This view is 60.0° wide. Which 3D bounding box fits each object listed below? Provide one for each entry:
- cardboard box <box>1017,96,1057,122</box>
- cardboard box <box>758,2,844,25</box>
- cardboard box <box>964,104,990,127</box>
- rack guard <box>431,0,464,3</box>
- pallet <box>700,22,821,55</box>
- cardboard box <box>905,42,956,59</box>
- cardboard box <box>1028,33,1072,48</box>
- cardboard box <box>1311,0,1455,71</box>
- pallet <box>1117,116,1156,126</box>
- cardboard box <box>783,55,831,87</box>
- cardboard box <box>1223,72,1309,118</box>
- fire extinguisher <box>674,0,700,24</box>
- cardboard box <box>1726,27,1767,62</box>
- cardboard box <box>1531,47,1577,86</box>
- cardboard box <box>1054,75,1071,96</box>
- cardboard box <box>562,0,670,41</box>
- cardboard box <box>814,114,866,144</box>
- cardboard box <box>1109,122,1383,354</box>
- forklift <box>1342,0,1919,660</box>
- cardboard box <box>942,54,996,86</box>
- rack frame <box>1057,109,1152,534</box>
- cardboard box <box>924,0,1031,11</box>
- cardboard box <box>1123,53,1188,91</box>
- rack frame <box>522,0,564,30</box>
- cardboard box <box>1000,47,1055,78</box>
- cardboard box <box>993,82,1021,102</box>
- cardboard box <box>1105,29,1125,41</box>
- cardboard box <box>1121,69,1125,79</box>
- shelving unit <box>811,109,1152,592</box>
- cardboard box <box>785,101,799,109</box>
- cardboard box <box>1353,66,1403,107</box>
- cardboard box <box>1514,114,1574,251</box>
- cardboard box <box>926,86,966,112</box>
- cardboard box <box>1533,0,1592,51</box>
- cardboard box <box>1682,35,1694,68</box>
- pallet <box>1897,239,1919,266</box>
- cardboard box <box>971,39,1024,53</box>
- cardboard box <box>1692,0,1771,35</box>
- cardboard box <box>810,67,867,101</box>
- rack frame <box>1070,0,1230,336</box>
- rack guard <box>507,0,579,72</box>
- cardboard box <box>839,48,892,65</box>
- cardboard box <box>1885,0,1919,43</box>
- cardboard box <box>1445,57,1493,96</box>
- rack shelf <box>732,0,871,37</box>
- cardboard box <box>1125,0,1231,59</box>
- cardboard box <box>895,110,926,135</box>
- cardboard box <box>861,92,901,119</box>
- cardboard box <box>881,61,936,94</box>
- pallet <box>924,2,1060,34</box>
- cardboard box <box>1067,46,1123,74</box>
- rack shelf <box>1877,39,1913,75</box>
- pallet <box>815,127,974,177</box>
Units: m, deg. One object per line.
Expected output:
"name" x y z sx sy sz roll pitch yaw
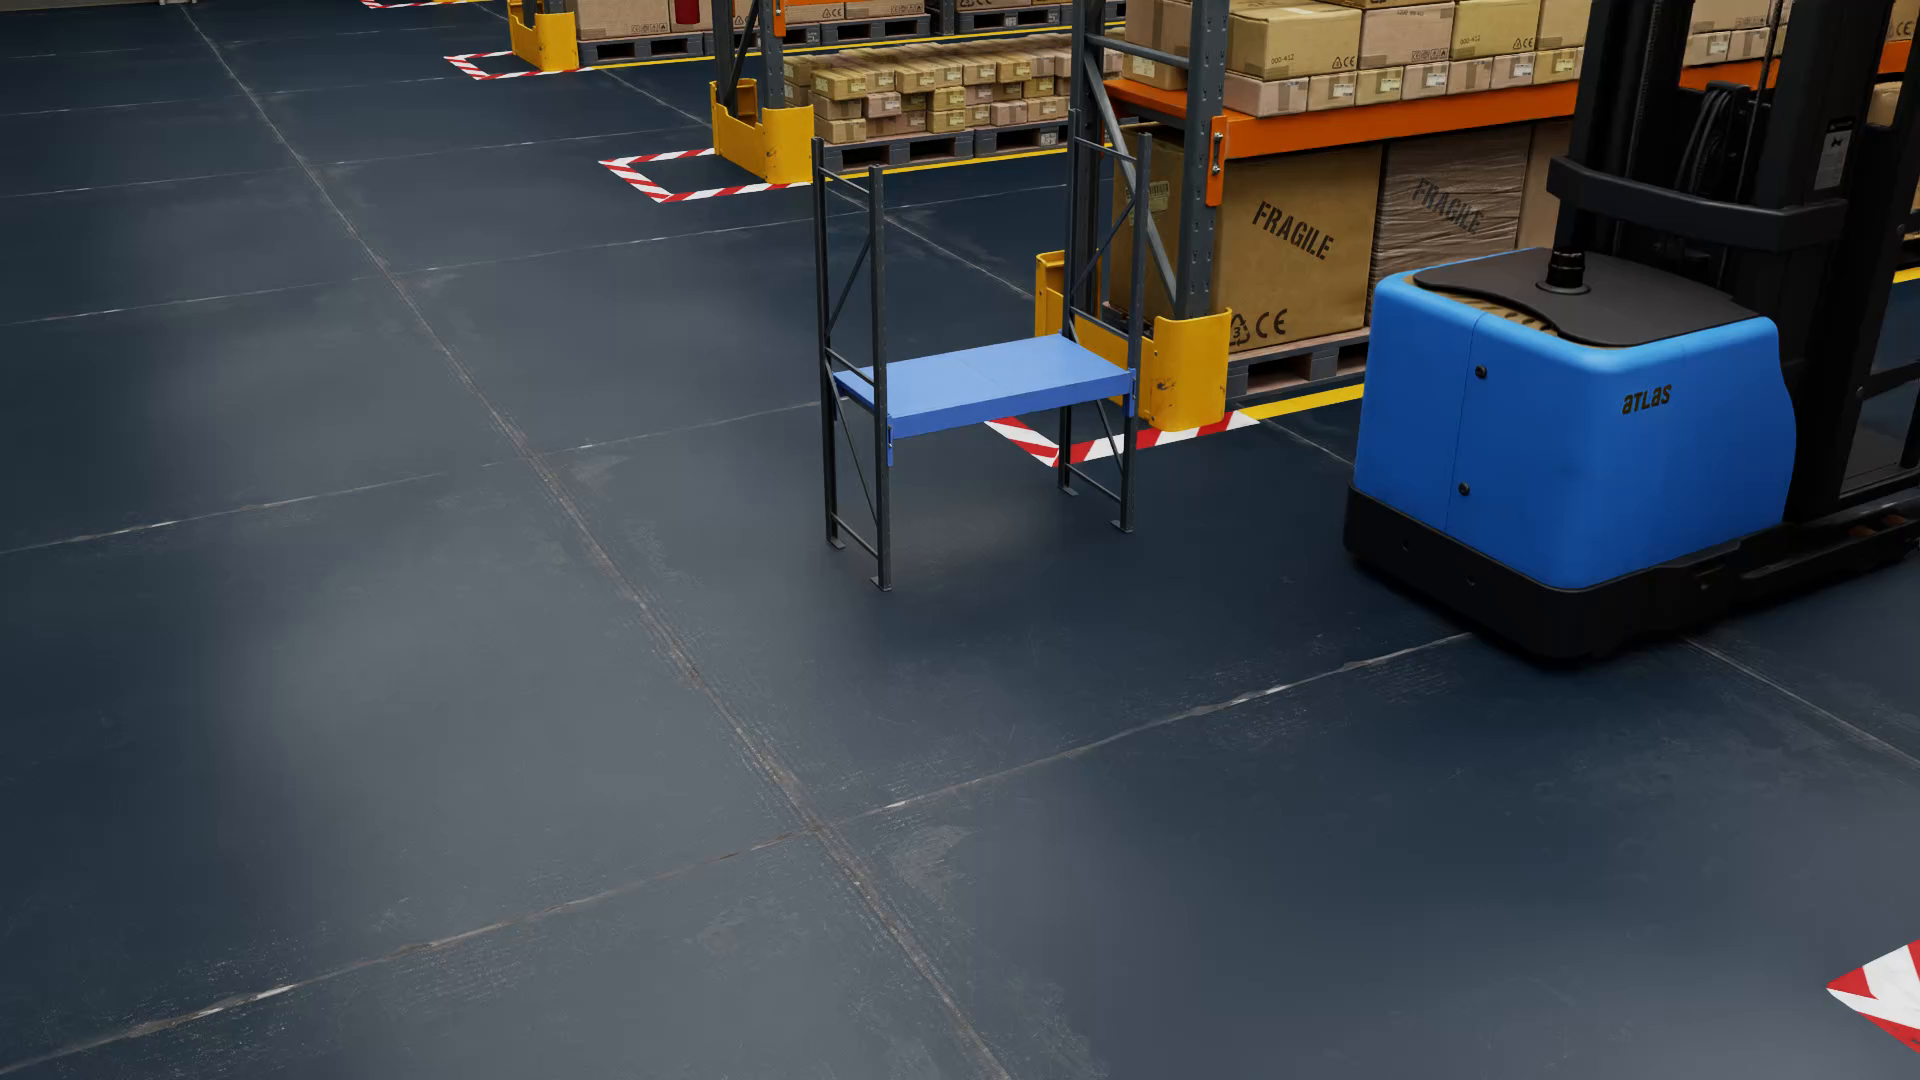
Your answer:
"cardboard box" 0.514 -3.198 12.253 0.250 0.149 0.380 -13 29 -25
"cardboard box" -1.740 -5.438 16.587 0.875 0.438 0.875 -14 29 -27
"cardboard box" 0.021 -3.114 12.079 0.250 0.149 0.380 -13 29 -25
"rack guard" -6.148 -6.642 19.507 0.348 0.500 1.175 -13 29 -25
"pallet" -2.132 -5.041 16.506 1.213 0.211 1.003 -13 29 -25
"cardboard box" -0.223 -3.601 12.406 0.250 0.149 0.380 -12 28 -23
"cardboard box" 0.717 -3.799 12.818 0.250 0.149 0.380 -12 28 -24
"cardboard box" 1.794 -2.244 7.287 0.500 0.250 0.500 -13 29 -26
"pallet" 1.496 -3.396 13.080 1.213 0.211 1.003 -13 29 -25
"cardboard box" -1.109 -3.366 11.916 0.250 0.149 0.380 -13 28 -25
"cardboard box" 1.256 -1.907 7.047 0.250 0.149 0.380 -13 28 -25
"fire extinguisher" -1.897 -3.911 11.450 0.183 0.674 0.296 -13 29 -25
"cardboard box" 3.748 -2.484 8.248 0.250 0.149 0.380 -14 29 -26
"cardboard box" 2.613 -2.221 7.701 0.250 0.149 0.380 -14 29 -26
"cardboard box" 0.754 -3.415 12.363 0.250 0.149 0.380 -14 29 -28
"cardboard box" -3.340 -5.066 15.810 0.875 0.438 0.875 -14 29 -27
"cardboard box" -0.844 -2.878 11.586 0.250 0.149 0.380 -12 28 -24
"cardboard box" 1.315 -1.467 7.809 0.875 0.875 0.875 -13 29 -25
"forklift" 2.925 -1.387 5.752 3.031 2.935 1.130 -14 29 -27
"cardboard box" 0.063 -3.378 11.941 0.250 0.149 0.380 -12 28 -23
"rack frame" 0.524 -0.797 6.177 0.032 1.500 0.500 -13 29 -25
"cardboard box" 0.163 -6.062 17.380 0.875 0.875 0.875 -12 28 -24
"cardboard box" 0.947 -2.159 7.572 0.250 0.149 0.380 -12 28 -24
"rack frame" -3.876 -5.859 14.987 0.127 3.000 1.000 -13 29 -25
"cardboard box" 0.494 -3.502 12.199 0.250 0.149 0.380 -13 29 -25
"cardboard box" 0.255 -3.326 12.177 0.250 0.149 0.380 -11 28 -22
"cardboard box" 1.200 -3.881 12.989 0.250 0.149 0.380 -13 29 -26
"cardboard box" 1.215 -3.522 12.584 0.250 0.149 0.380 -13 28 -25
"shelving unit" 0.075 -0.693 5.962 1.048 1.500 0.538 -13 29 -25
"cardboard box" -1.091 -3.080 12.008 0.250 0.149 0.380 -12 28 -24
"cardboard box" 1.707 -2.012 7.266 0.250 0.149 0.380 -14 29 -26
"cardboard box" 2.903 -1.833 8.572 0.875 0.875 0.875 -13 29 -25
"cardboard box" -0.154 -3.165 11.841 0.250 0.149 0.380 -12 28 -24
"cardboard box" 2.697 -2.453 7.723 0.500 0.250 0.500 -14 29 -26
"cardboard box" 3.294 -2.379 8.029 0.250 0.149 0.380 -12 28 -24
"pallet" 4.962 -1.818 9.792 1.213 0.211 1.003 -13 29 -25
"cardboard box" 0.280 -3.676 12.563 0.250 0.149 0.380 -13 28 -25
"cardboard box" 3.595 -2.659 8.152 0.500 0.250 0.500 -12 28 -24
"cardboard box" -0.835 -3.138 11.442 0.250 0.149 0.380 -14 29 -27
"rack frame" 0.788 -2.074 7.105 0.127 3.000 1.000 -13 29 -25
"rack guard" -3.897 -4.727 15.518 0.348 0.500 1.175 -13 29 -25
"cardboard box" -0.692 -3.496 12.188 0.250 0.149 0.380 -14 29 -26
"cardboard box" 4.841 -2.932 8.776 0.500 0.500 0.500 -13 29 -25
"cardboard box" 2.162 -2.117 7.484 0.250 0.149 0.380 -14 29 -26
"rack shelf" 0.307 -4.072 12.097 4.000 0.370 1.077 -13 29 -25
"cardboard box" 1.090 -2.341 7.489 0.500 0.250 0.500 -13 29 -26
"cardboard box" -0.436 -3.015 11.873 0.250 0.149 0.380 -13 28 -25
"cardboard box" -0.606 -3.070 11.644 0.250 0.149 0.380 -13 29 -25
"cardboard box" -0.366 -3.243 11.660 0.250 0.149 0.380 -13 29 -25
"pallet" 0.299 -5.602 17.675 1.213 0.211 1.003 -13 29 -25
"cardboard box" 0.997 -3.570 12.341 0.250 0.149 0.380 -15 29 -28
"rack shelf" 6.082 -2.972 9.805 4.000 0.370 1.077 -13 29 -25
"pallet" -0.657 -2.899 12.045 1.213 0.211 1.003 -13 29 -25
